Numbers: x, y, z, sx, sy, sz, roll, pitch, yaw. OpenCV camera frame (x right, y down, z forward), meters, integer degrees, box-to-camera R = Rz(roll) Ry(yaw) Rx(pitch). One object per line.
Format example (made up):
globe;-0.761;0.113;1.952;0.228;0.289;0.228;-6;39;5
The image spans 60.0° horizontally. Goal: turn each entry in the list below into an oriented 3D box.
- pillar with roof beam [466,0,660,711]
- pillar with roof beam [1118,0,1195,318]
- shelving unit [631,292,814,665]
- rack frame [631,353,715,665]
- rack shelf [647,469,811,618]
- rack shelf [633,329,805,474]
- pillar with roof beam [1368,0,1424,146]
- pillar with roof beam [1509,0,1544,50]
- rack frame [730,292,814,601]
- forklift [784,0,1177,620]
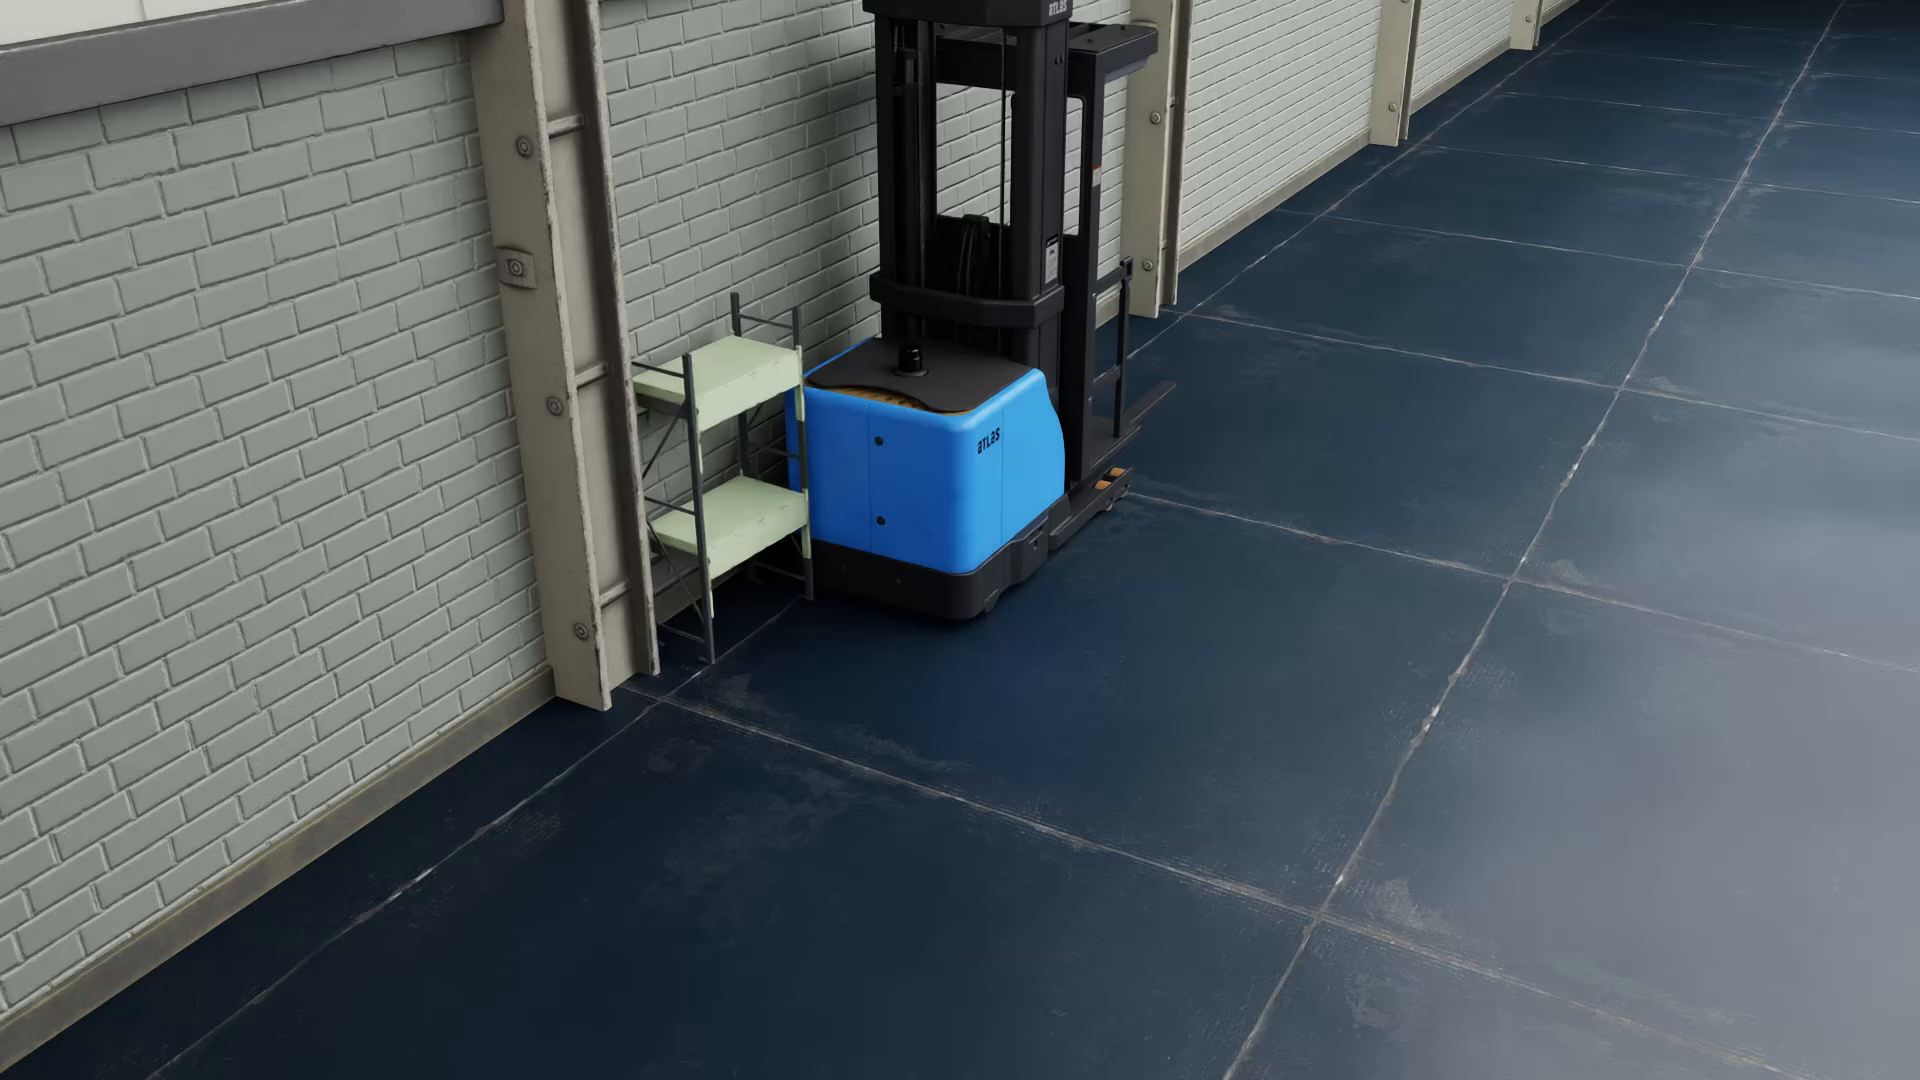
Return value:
pillar with roof beam;2.158;-2.438;3.568;9.100;9.000;0.400;14;30;26
pillar with roof beam;5.110;-4.777;8.239;9.100;9.000;0.400;14;30;26
shelving unit;-1.091;-0.287;7.648;0.431;1.500;0.755;17;31;30
rack frame;-1.294;-0.151;7.375;0.400;1.500;0.023;17;31;30
rack shelf;-1.091;0.004;7.794;0.431;0.370;0.720;17;31;30
rack shelf;-1.092;-0.636;7.473;0.431;0.370;0.720;17;31;30
pillar with roof beam;8.062;-7.115;12.910;9.100;9.000;0.400;14;30;26
pillar with roof beam;11.013;-9.453;17.581;9.100;9.000;0.400;14;30;26
rack frame;-0.889;-0.424;7.920;0.400;1.500;0.023;17;31;30
forklift;0.304;-1.558;8.587;1.130;2.935;3.031;14;30;26
